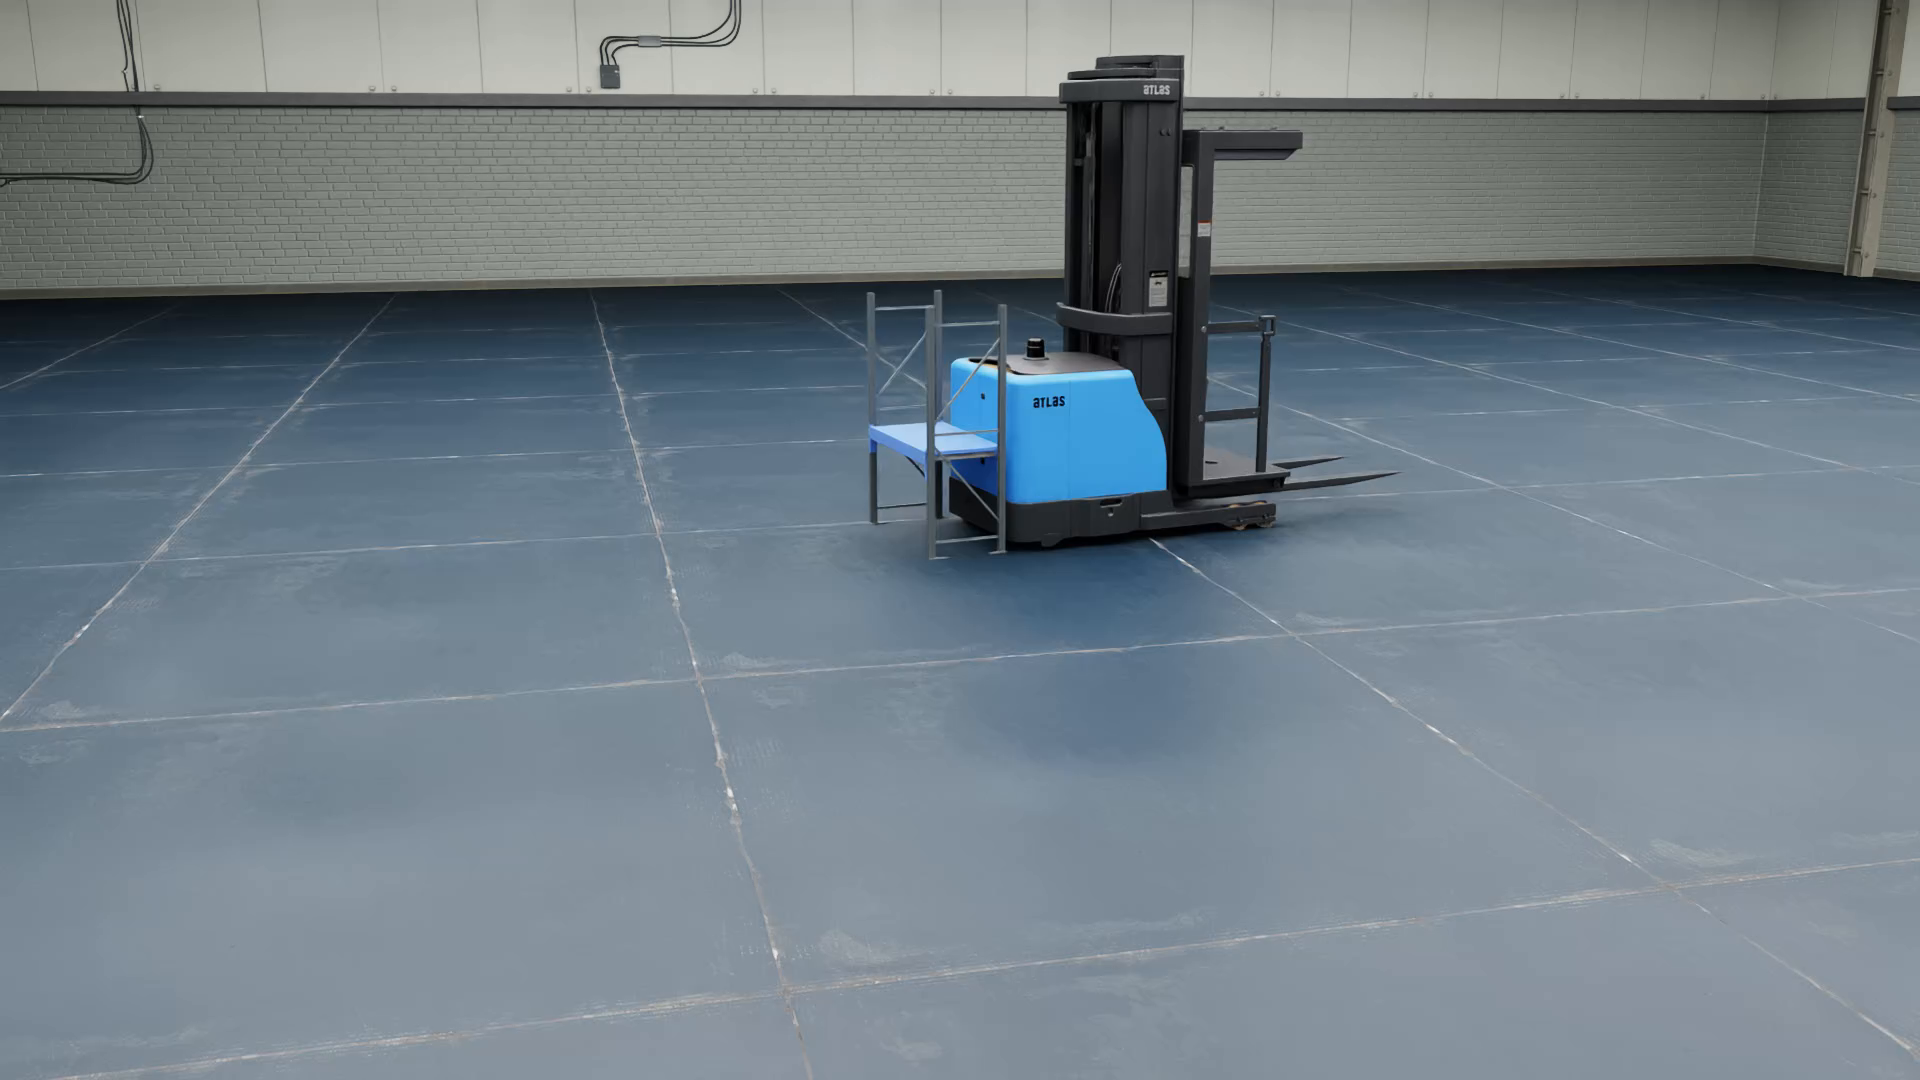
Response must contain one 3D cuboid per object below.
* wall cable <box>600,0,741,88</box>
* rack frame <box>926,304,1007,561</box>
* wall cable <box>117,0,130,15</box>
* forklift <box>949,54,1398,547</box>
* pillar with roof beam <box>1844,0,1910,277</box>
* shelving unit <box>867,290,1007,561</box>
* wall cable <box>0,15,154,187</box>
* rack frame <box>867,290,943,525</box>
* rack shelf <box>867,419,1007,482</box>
[{"bbox_3d":[-4.675,-10.285,26.397,2.305,6.003,0.169,-3,14,-13],"label":"wall cable"},{"bbox_3d":[0.038,-0.630,9.844,0.500,1.500,0.032,-6,15,-22],"label":"rack frame"},{"bbox_3d":[-11.277,-9.203,25.036,3.097,2.526,0.112,-3,14,-13],"label":"wall cable"},{"bbox_3d":[1.487,-1.592,10.767,3.031,2.935,1.130,-6,15,-24],"label":"forklift"},{"bbox_3d":[11.934,-8.870,27.770,9.100,9.000,0.400,-3,14,-13],"label":"pillar with roof beam"},{"bbox_3d":[-0.157,-0.741,10.300,0.538,1.500,1.048,-6,15,-22],"label":"shelving unit"},{"bbox_3d":[-13.907,-6.599,25.018,3.097,2.526,0.112,-3,14,-13],"label":"wall cable"},{"bbox_3d":[-0.353,-0.853,10.756,0.500,1.500,0.032,-6,15,-22],"label":"rack frame"},{"bbox_3d":[-0.157,-0.566,10.343,0.538,0.185,1.000,-6,15,-22],"label":"rack shelf"}]
